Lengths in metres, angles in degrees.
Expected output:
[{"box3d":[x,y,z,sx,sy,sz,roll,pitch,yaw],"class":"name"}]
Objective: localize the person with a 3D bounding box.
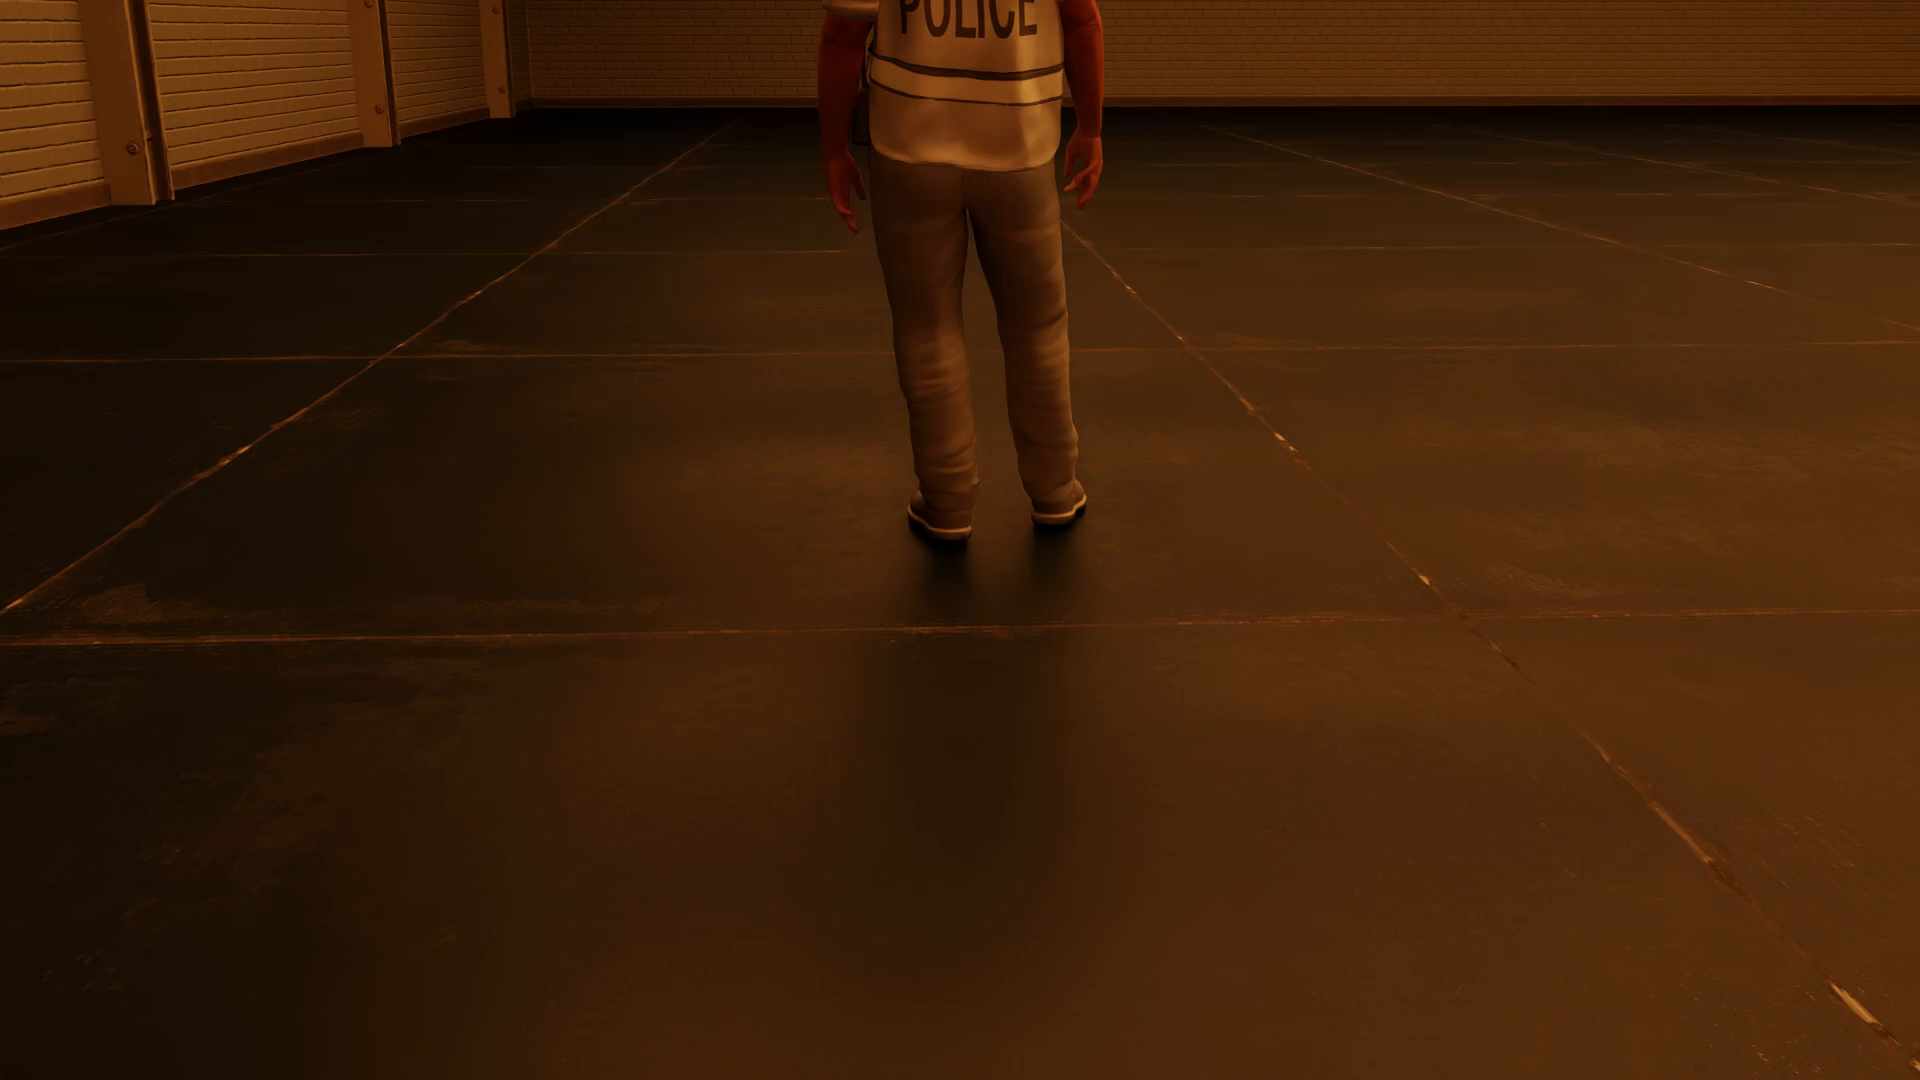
[{"box3d":[0.008,-0.882,3.730,0.640,1.781,0.575,-1,17,-3],"class":"person"}]
